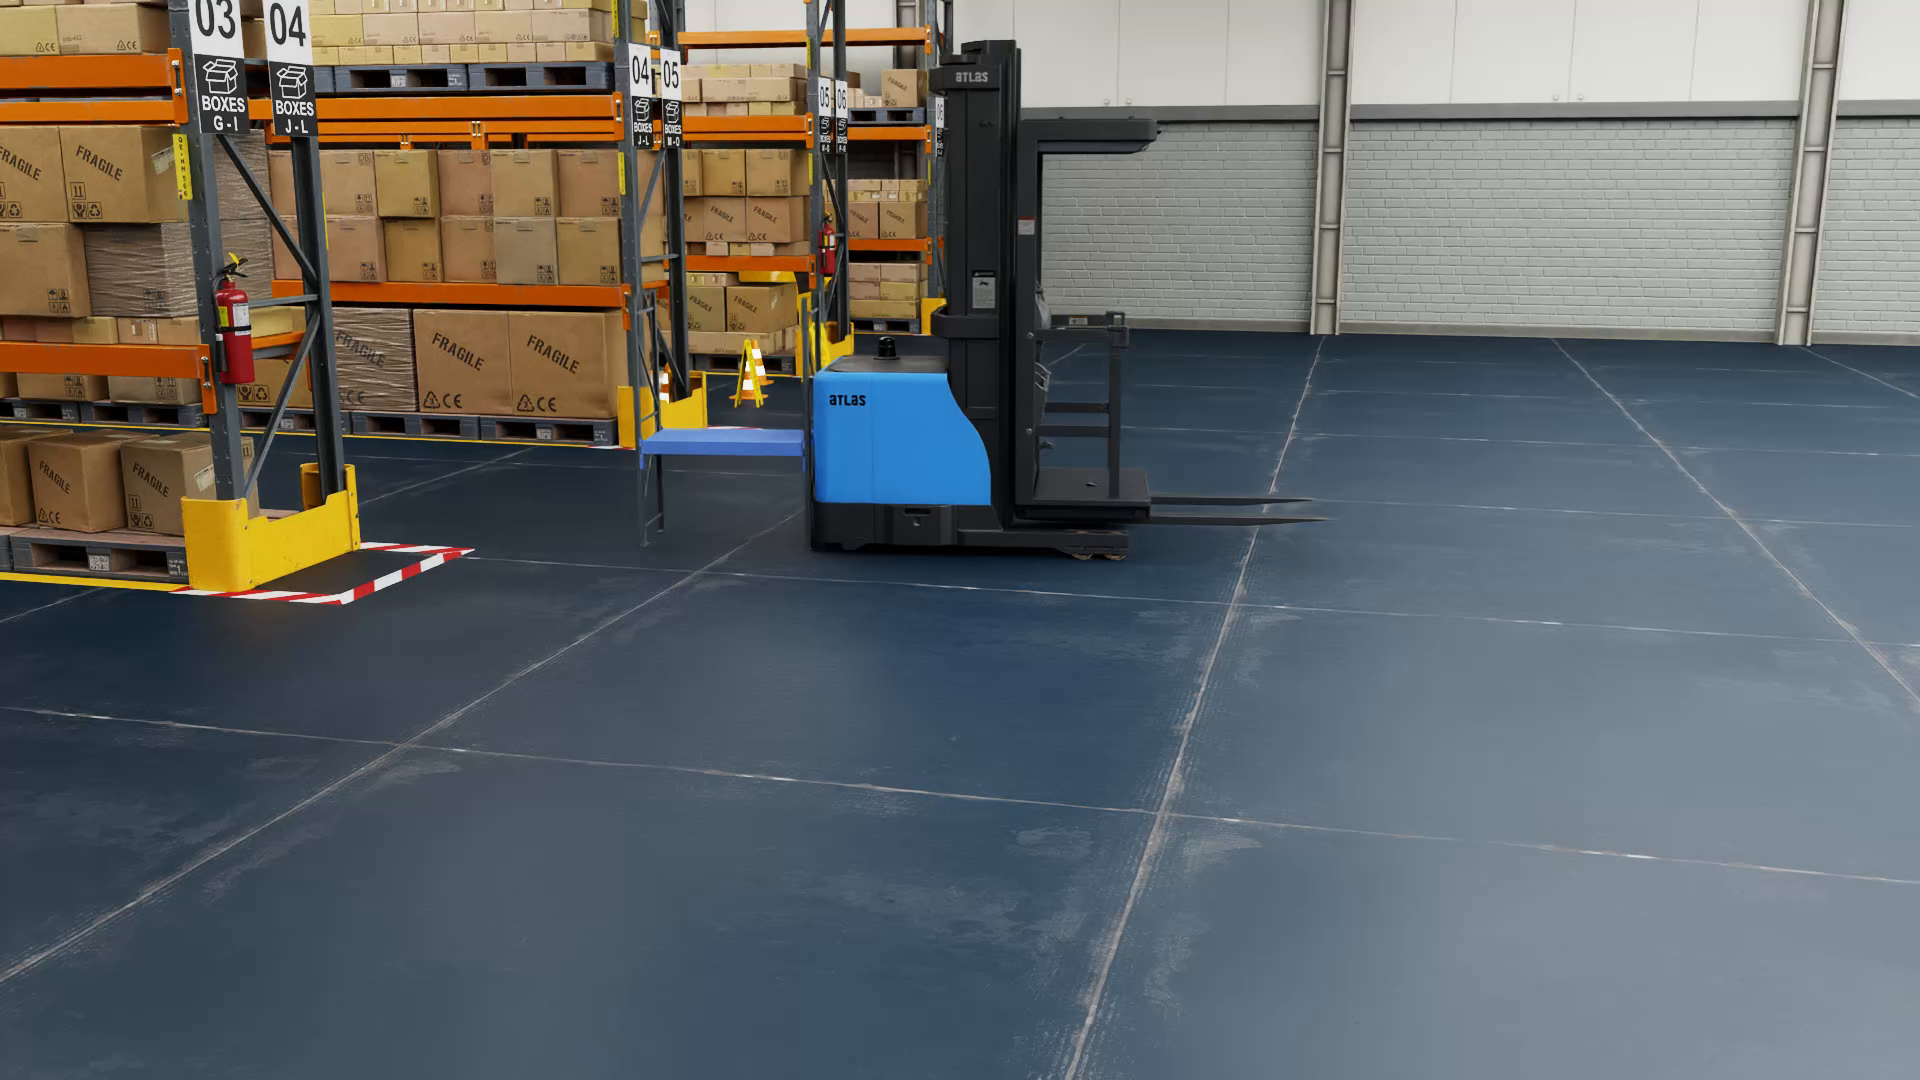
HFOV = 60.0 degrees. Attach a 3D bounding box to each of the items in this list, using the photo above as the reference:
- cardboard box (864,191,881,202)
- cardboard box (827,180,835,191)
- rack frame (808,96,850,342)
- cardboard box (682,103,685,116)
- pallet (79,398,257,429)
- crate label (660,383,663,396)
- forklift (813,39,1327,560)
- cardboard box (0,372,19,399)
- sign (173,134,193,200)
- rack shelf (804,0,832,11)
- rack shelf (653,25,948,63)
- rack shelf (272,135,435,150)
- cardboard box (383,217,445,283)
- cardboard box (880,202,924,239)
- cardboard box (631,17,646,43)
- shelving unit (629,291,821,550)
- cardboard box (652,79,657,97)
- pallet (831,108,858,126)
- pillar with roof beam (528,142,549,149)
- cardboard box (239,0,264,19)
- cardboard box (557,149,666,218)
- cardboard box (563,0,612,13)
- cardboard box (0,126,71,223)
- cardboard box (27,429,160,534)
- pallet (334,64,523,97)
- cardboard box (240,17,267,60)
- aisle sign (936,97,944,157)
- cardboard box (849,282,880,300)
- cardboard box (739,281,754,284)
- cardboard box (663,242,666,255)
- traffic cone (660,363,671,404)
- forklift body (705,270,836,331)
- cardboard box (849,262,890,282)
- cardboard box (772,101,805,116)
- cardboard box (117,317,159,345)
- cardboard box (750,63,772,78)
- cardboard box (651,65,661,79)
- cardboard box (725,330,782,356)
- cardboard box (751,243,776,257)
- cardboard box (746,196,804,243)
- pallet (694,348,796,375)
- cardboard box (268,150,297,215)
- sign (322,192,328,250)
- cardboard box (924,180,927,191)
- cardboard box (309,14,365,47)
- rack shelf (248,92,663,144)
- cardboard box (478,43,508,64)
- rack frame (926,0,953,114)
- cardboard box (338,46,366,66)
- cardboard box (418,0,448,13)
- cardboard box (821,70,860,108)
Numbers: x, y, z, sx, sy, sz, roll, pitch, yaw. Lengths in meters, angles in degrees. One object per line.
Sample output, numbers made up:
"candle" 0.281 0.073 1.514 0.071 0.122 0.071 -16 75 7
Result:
"cardboard box" -1.166 -4.793 23.183 0.250 0.149 0.380 3 13 15
"cardboard box" -1.678 -4.953 23.217 0.250 0.149 0.380 3 13 15
"rack frame" -1.455 -3.391 18.592 0.127 3.000 1.000 3 13 14
"cardboard box" -3.105 -4.765 18.439 0.250 0.149 0.380 3 13 12
"pallet" -7.194 -1.215 15.224 1.213 0.211 1.003 3 13 14
"crate label" -2.896 -1.521 16.774 0.298 0.136 0.250 -4 13 -16
"forklift" 0.670 -1.433 9.925 3.031 2.935 1.130 1 13 4
"cardboard box" -8.891 -1.771 15.517 0.750 0.750 1.050 3 13 14
"sign" -3.982 -1.911 8.518 0.005 0.325 0.100 3 13 14
"rack shelf" -3.397 -6.071 18.489 4.000 0.370 1.077 3 13 14
"rack shelf" -2.211 -6.921 23.237 4.000 0.370 1.077 3 13 14
"rack shelf" -9.978 -6.067 25.390 4.000 0.370 1.077 3 13 14
"cardboard box" -4.491 -2.526 14.347 0.500 0.550 0.875 3 13 14
"cardboard box" -0.810 -4.454 23.153 0.500 0.500 0.500 3 13 12
"cardboard box" -2.950 -4.214 13.836 0.500 0.250 0.500 3 13 13
"shelving unit" -1.393 -0.734 10.080 1.048 1.500 0.538 1 13 4
"cardboard box" -3.500 -4.975 18.467 0.500 0.250 0.500 3 13 14
"pallet" -2.138 -5.961 23.456 1.213 0.211 1.003 3 13 14
"pillar with roof beam" -7.586 -6.995 20.988 0.400 9.000 9.100 3 13 14
"cardboard box" -4.041 -2.956 9.131 0.250 0.149 0.380 3 13 13
"cardboard box" -2.894 -2.973 13.867 0.550 0.550 0.875 3 13 14
"cardboard box" -2.951 -4.276 13.194 0.250 0.149 0.380 3 13 14
"cardboard box" -4.909 -1.990 9.054 0.500 0.500 0.500 3 13 14
"cardboard box" -5.020 -0.351 9.694 0.500 0.500 0.500 7 14 28
"pallet" -4.454 -3.865 14.009 1.213 0.211 1.003 3 13 14
"cardboard box" -4.235 -2.777 9.248 0.500 0.250 0.500 3 13 15
"aisle sign" -0.276 -5.639 22.723 0.004 0.787 0.394 3 13 14
"cardboard box" -1.301 -3.529 23.441 0.500 0.250 0.500 3 13 13
"cardboard box" -2.704 -2.747 19.337 0.500 0.500 0.500 3 13 11
"cardboard box" -3.349 -3.326 18.880 0.250 0.149 0.380 3 13 14
"traffic cone" -2.718 -1.432 15.622 0.334 0.463 0.336 3 13 14
"forklift body" -2.548 -3.735 22.104 1.214 2.155 2.313 3 13 14
"cardboard box" -1.288 -3.769 23.368 0.500 0.250 0.500 3 13 15
"cardboard box" -1.868 -4.692 18.113 0.250 0.149 0.380 3 13 14
"cardboard box" -4.398 -1.169 9.157 0.250 0.149 0.380 3 13 14
"cardboard box" -2.095 -5.099 18.104 0.250 0.149 0.380 3 13 15
"cardboard box" -3.351 -5.150 18.334 0.250 0.149 0.380 3 13 15
"cardboard box" -2.328 -2.240 18.784 0.500 0.250 0.500 3 13 13
"cardboard box" -2.142 -3.233 18.458 0.250 0.149 0.380 3 13 13
"cardboard box" -2.048 -3.555 18.415 0.500 0.500 0.500 3 13 13
"pallet" -2.309 -2.083 19.136 1.213 0.211 1.003 3 13 14
"cardboard box" -5.515 -3.122 14.542 0.550 0.550 0.875 3 13 14
"sign" -3.700 -1.844 9.620 0.005 0.325 0.100 3 13 14
"cardboard box" -0.544 -5.008 23.466 0.250 0.149 0.380 3 13 12
"cardboard box" -5.039 -4.206 13.801 0.500 0.250 0.500 3 13 13
"rack shelf" -4.485 -3.562 14.098 4.000 0.370 1.077 3 13 14
"cardboard box" -3.686 -3.926 13.458 0.250 0.149 0.380 3 13 14
"rack frame" -0.269 -7.364 22.648 0.127 3.000 1.000 3 13 14
"cardboard box" -4.917 -3.992 13.755 0.250 0.149 0.380 3 13 14
"cardboard box" -4.186 -4.342 13.491 0.250 0.149 0.380 3 13 13
"cardboard box" -1.728 -6.248 23.113 0.500 0.500 0.700 3 13 14
